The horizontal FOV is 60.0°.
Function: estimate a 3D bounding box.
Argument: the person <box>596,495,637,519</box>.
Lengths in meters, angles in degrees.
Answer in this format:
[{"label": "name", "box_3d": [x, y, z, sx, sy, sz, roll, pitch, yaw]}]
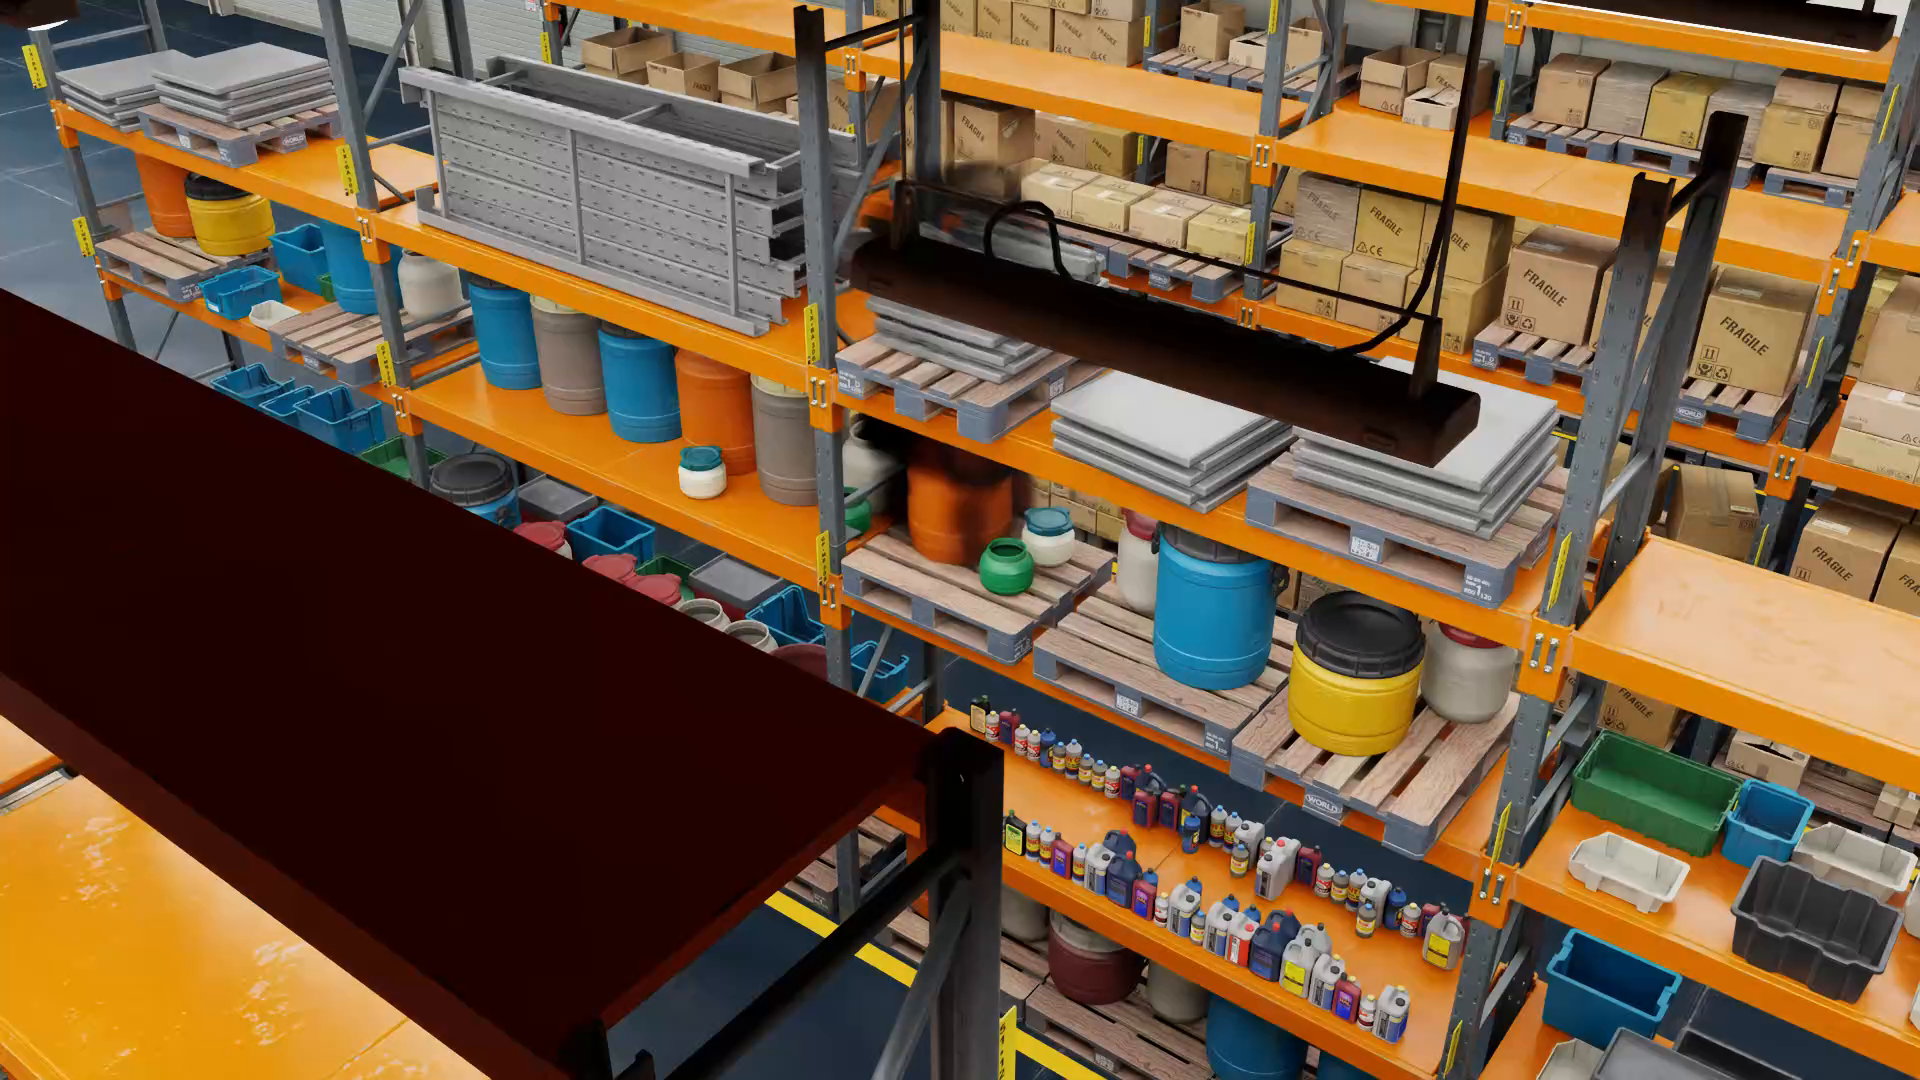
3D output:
[{"label": "person", "box_3d": [-2.950, -0.283, 14.201, 0.583, 1.593, 0.652, -18, 36, -26]}]

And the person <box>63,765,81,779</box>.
[{"label": "person", "box_3d": [-6.548, 1.092, 11.808, 0.826, 1.724, 0.704, 21, 37, 30]}]
